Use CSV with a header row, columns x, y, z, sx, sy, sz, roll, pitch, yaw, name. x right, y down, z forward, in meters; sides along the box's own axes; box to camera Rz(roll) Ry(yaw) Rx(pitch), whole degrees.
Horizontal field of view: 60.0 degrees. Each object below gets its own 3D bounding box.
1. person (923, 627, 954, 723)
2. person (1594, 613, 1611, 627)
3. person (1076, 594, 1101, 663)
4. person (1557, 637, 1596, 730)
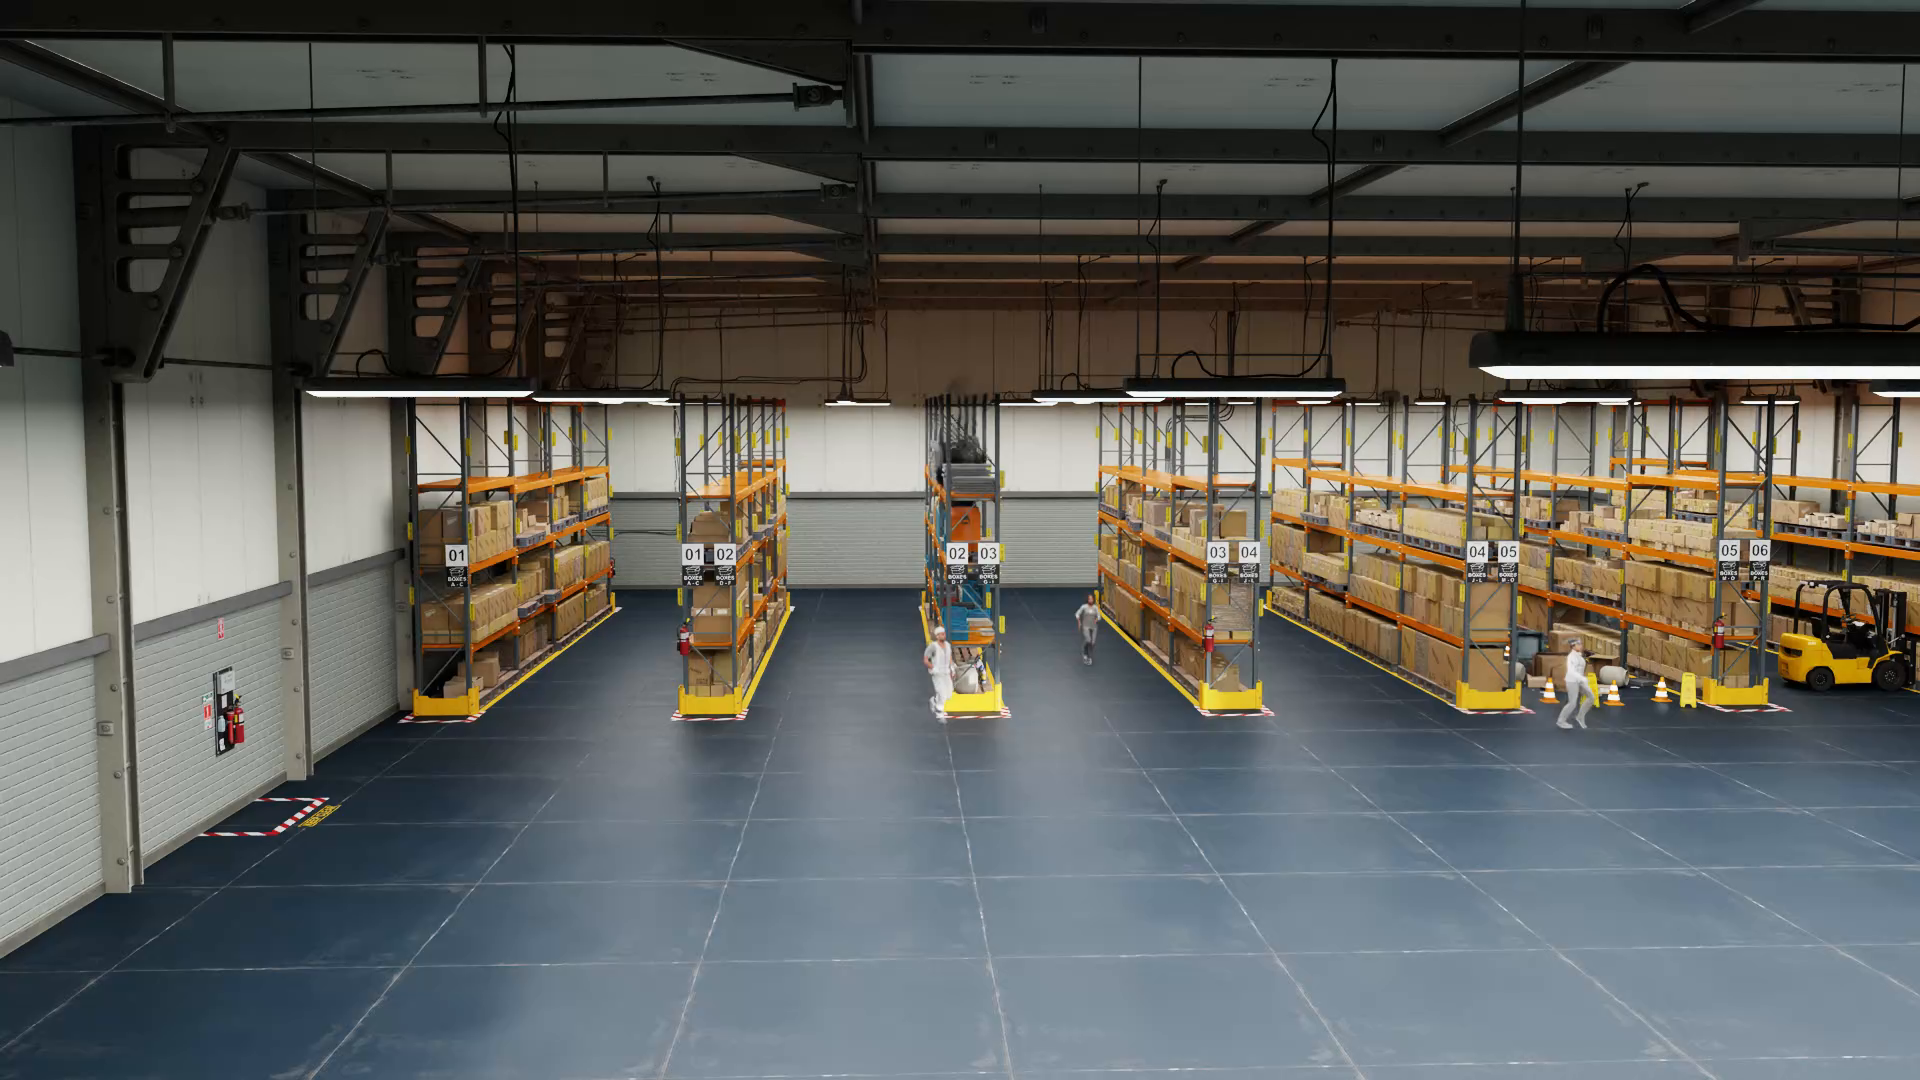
x,y,z,sx,sy,sz,roll,pitch,yaw,name
-0.397,2.452,30.479,0.696,1.749,0.627,-4,6,-43,person
16.589,1.470,42.984,0.618,1.673,0.890,-1,5,-16,person
2.894,1.993,37.123,0.519,1.567,0.624,-1,5,-10,person
10.983,2.545,29.647,0.630,1.679,0.628,3,6,37,person
